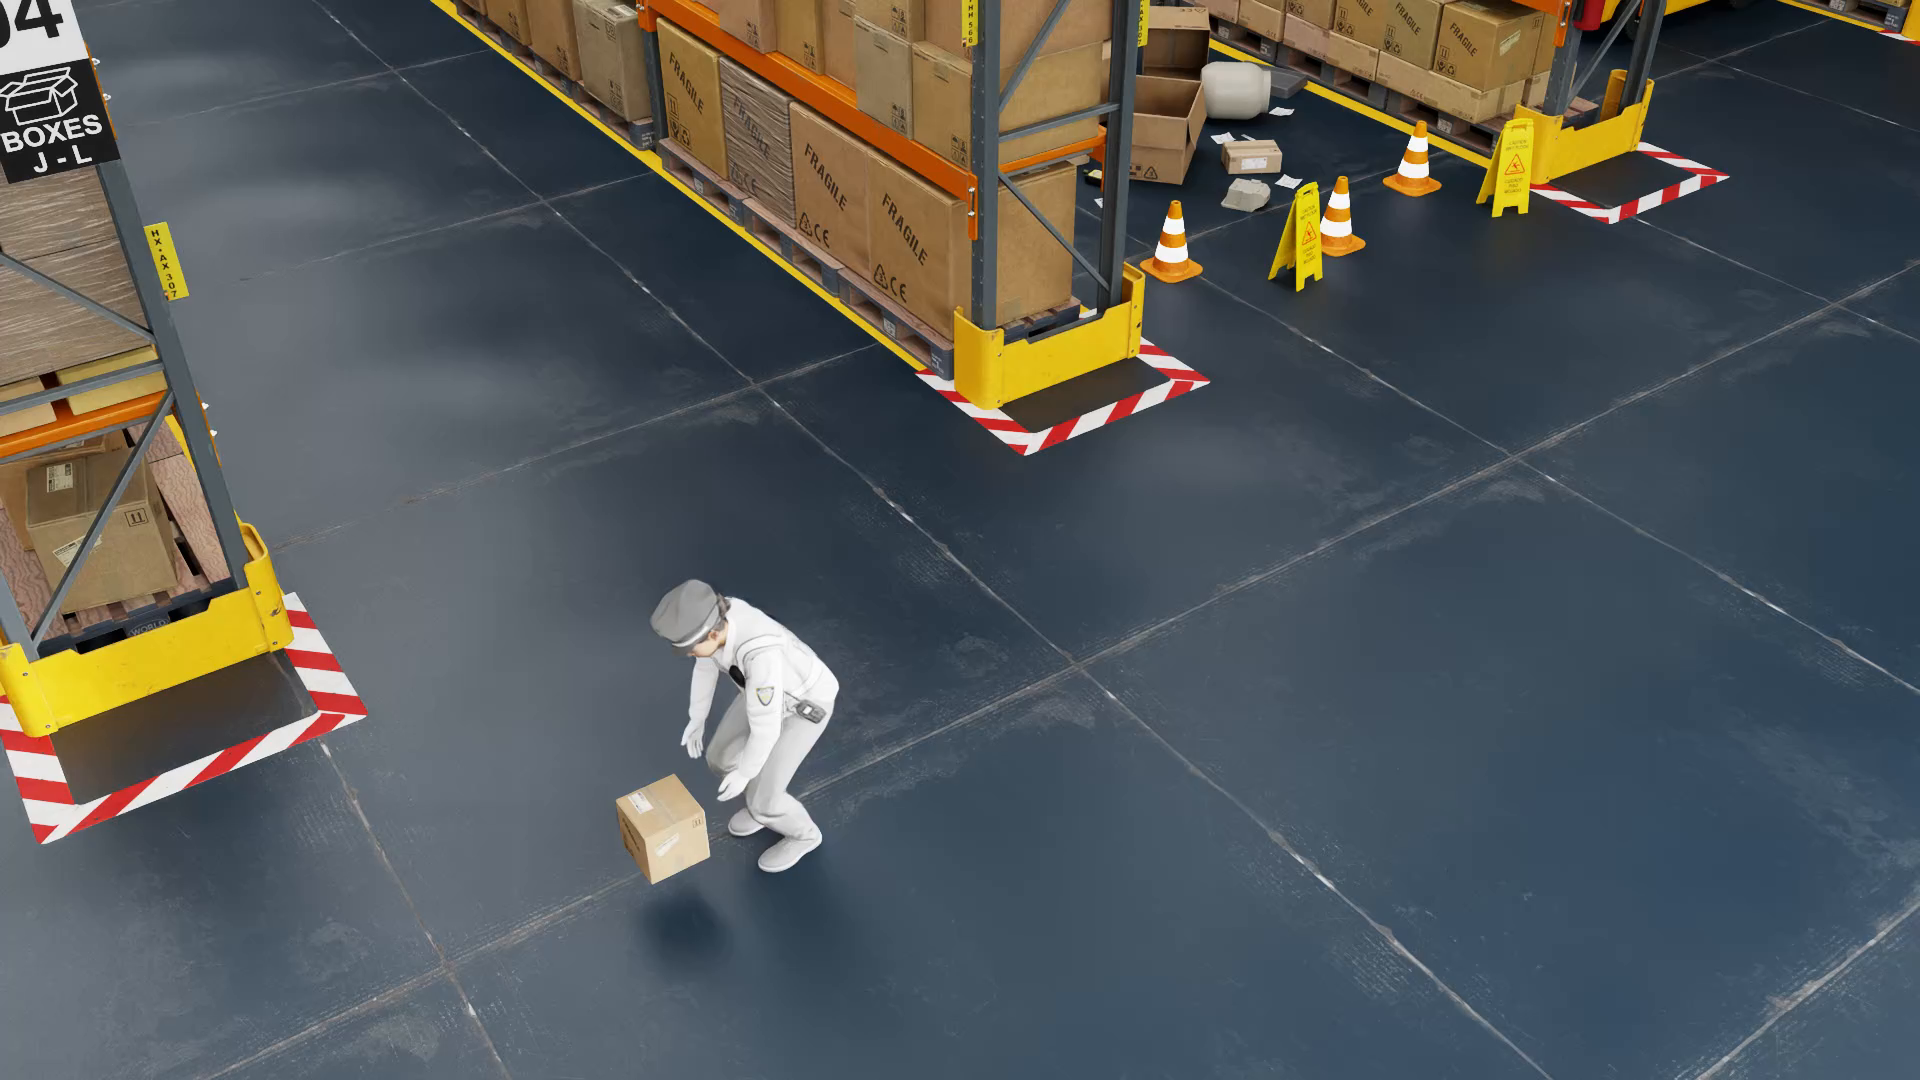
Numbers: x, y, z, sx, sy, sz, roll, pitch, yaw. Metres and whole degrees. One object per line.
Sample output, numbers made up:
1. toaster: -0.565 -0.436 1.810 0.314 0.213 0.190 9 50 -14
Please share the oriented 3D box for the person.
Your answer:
1. person: -0.781 0.684 6.305 0.691 1.403 0.535 -23 42 -27
